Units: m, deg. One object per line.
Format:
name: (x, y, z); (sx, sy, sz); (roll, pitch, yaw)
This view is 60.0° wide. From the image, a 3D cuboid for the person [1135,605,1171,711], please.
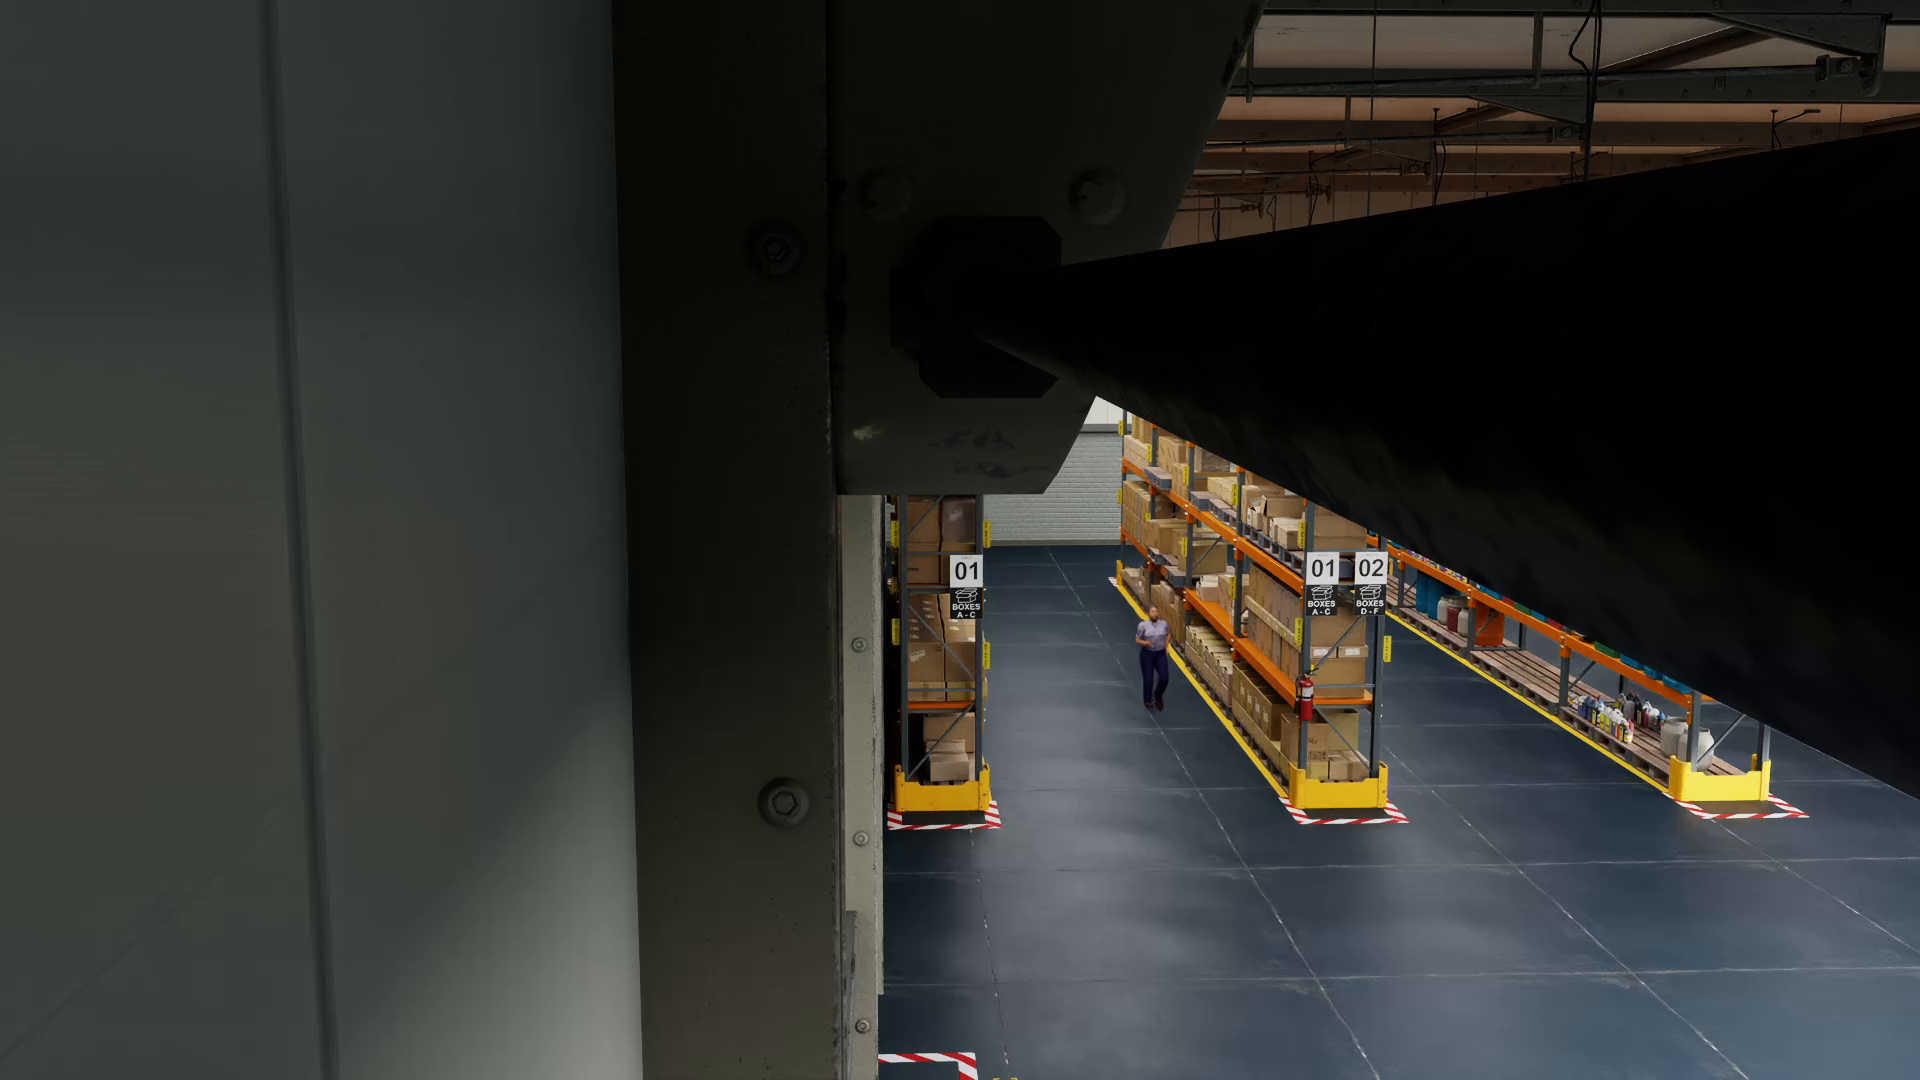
person: (2.968, 1.808, 25.340); (0.587, 1.640, 0.610); (-1, 8, -6)
